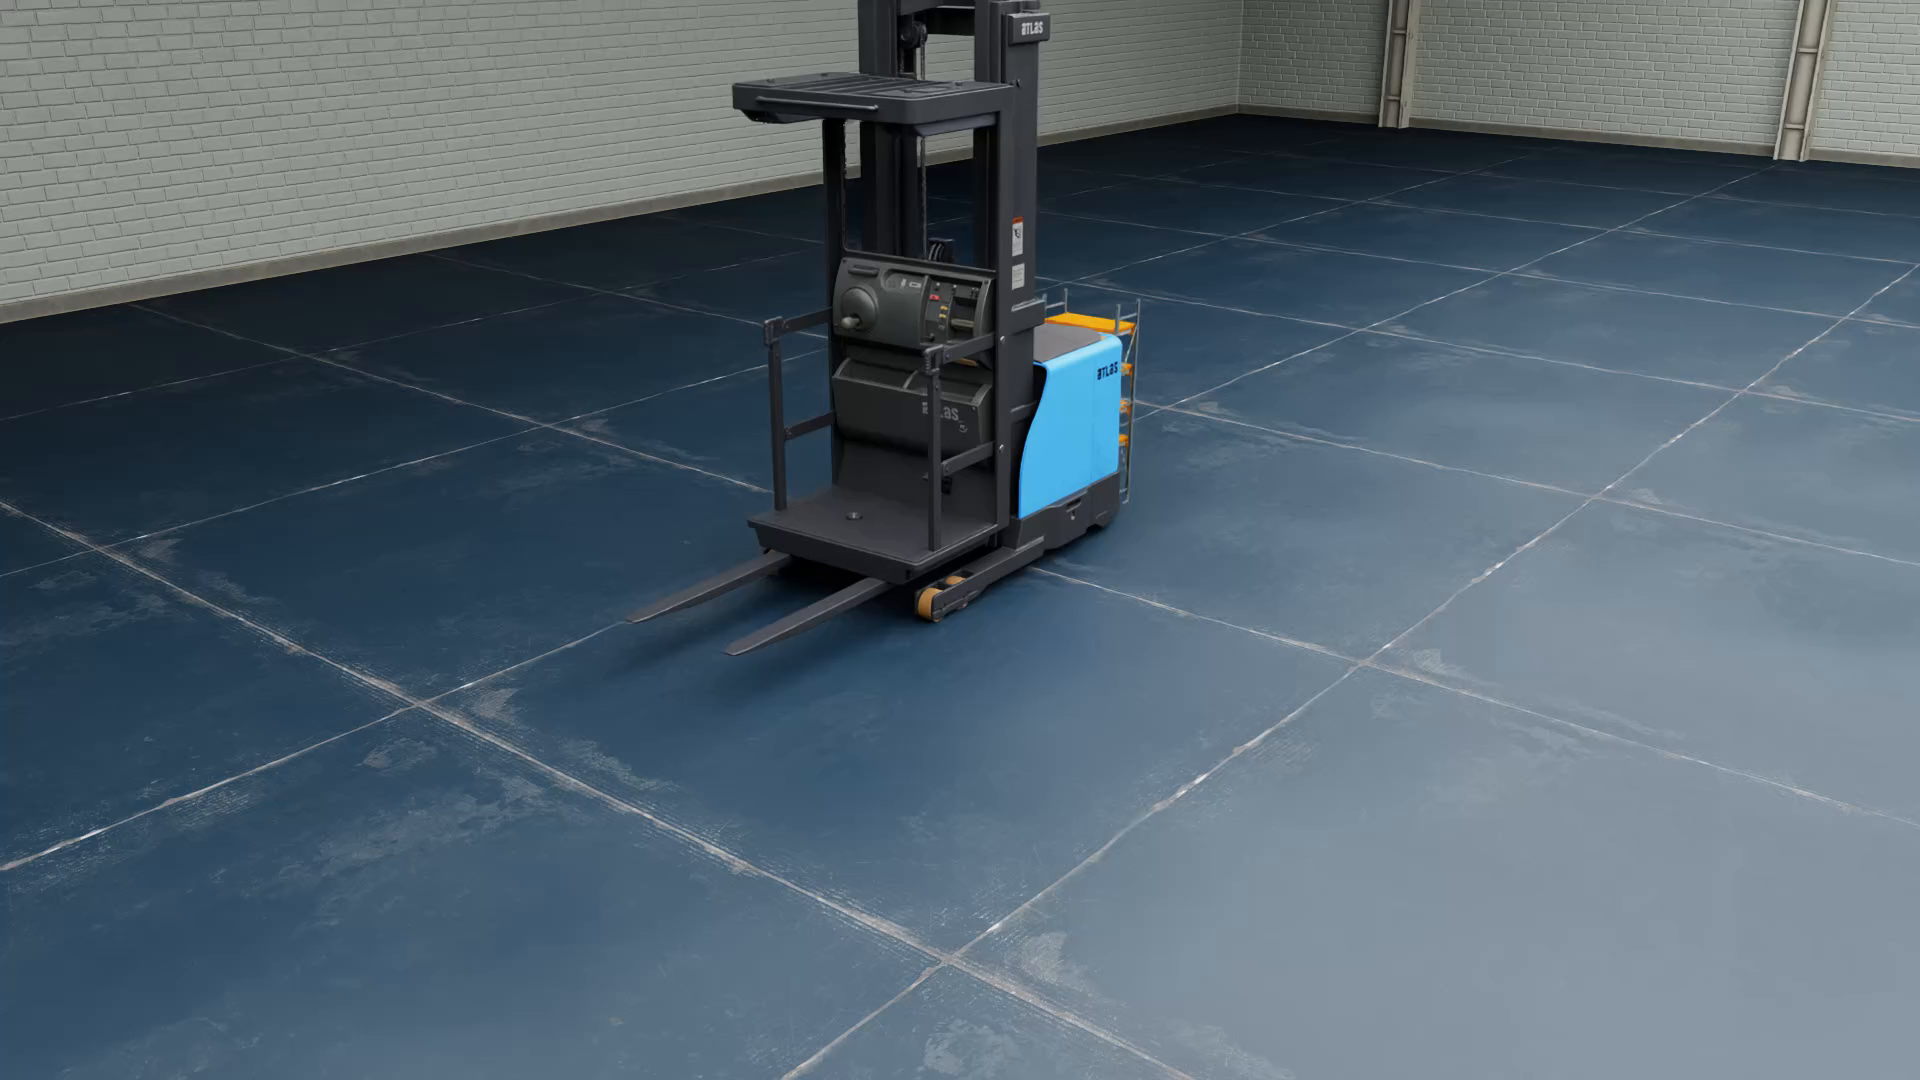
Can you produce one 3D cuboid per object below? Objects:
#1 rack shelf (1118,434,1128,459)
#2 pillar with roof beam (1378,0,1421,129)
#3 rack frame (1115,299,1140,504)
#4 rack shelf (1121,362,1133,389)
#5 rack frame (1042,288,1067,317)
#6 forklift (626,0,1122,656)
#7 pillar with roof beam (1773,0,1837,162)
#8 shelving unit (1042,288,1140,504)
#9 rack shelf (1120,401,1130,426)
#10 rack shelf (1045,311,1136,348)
[{"bbox_3d":[0.724,-0.562,9.696,0.480,0.148,0.258,15,23,34],"label":"rack shelf"},{"bbox_3d":[4.291,-9.717,22.183,0.400,9.000,9.100,16,26,36],"label":"pillar with roof beam"},{"bbox_3d":[0.926,-0.762,9.474,0.015,1.200,0.240,15,23,34],"label":"rack frame"},{"bbox_3d":[0.733,-0.961,9.559,0.480,0.148,0.258,15,23,34],"label":"rack shelf"},{"bbox_3d":[0.533,-0.864,9.745,0.015,1.200,0.240,15,23,34],"label":"rack frame"},{"bbox_3d":[-0.368,-1.165,8.104,1.130,2.935,3.031,14,25,33],"label":"forklift"},{"bbox_3d":[8.939,-8.379,18.634,0.400,9.000,9.100,16,26,36],"label":"pillar with roof beam"},{"bbox_3d":[0.729,-0.813,9.609,0.503,1.200,0.258,15,23,34],"label":"shelving unit"},{"bbox_3d":[0.728,-0.749,9.631,0.480,0.148,0.258,15,23,34],"label":"rack shelf"},{"bbox_3d":[0.738,-1.185,9.482,0.480,0.148,0.258,15,23,34],"label":"rack shelf"}]
